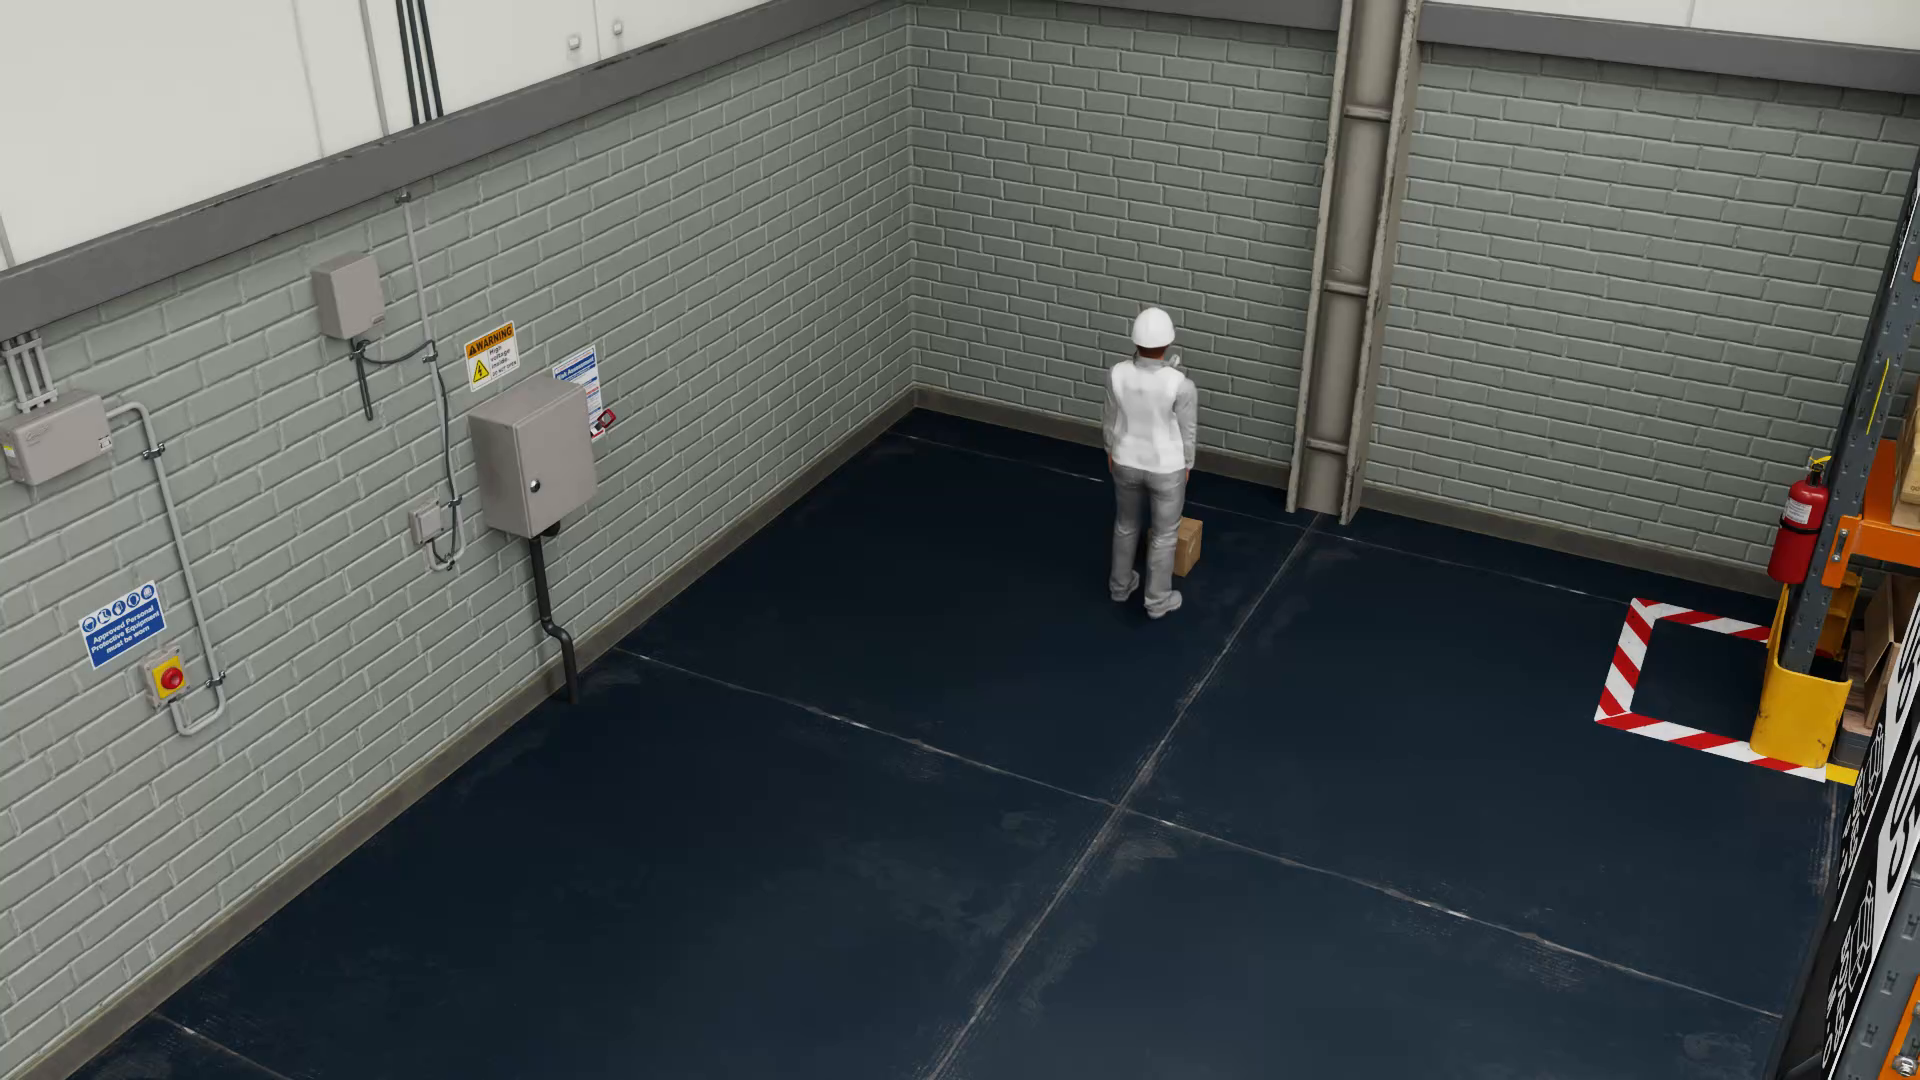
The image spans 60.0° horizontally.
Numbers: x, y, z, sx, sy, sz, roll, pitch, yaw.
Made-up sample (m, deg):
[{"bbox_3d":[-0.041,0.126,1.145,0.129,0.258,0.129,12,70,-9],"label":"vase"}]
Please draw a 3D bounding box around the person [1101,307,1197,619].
[{"bbox_3d":[1.023,-0.430,9.028,0.533,1.776,0.382,15,33,25],"label":"person"}]
